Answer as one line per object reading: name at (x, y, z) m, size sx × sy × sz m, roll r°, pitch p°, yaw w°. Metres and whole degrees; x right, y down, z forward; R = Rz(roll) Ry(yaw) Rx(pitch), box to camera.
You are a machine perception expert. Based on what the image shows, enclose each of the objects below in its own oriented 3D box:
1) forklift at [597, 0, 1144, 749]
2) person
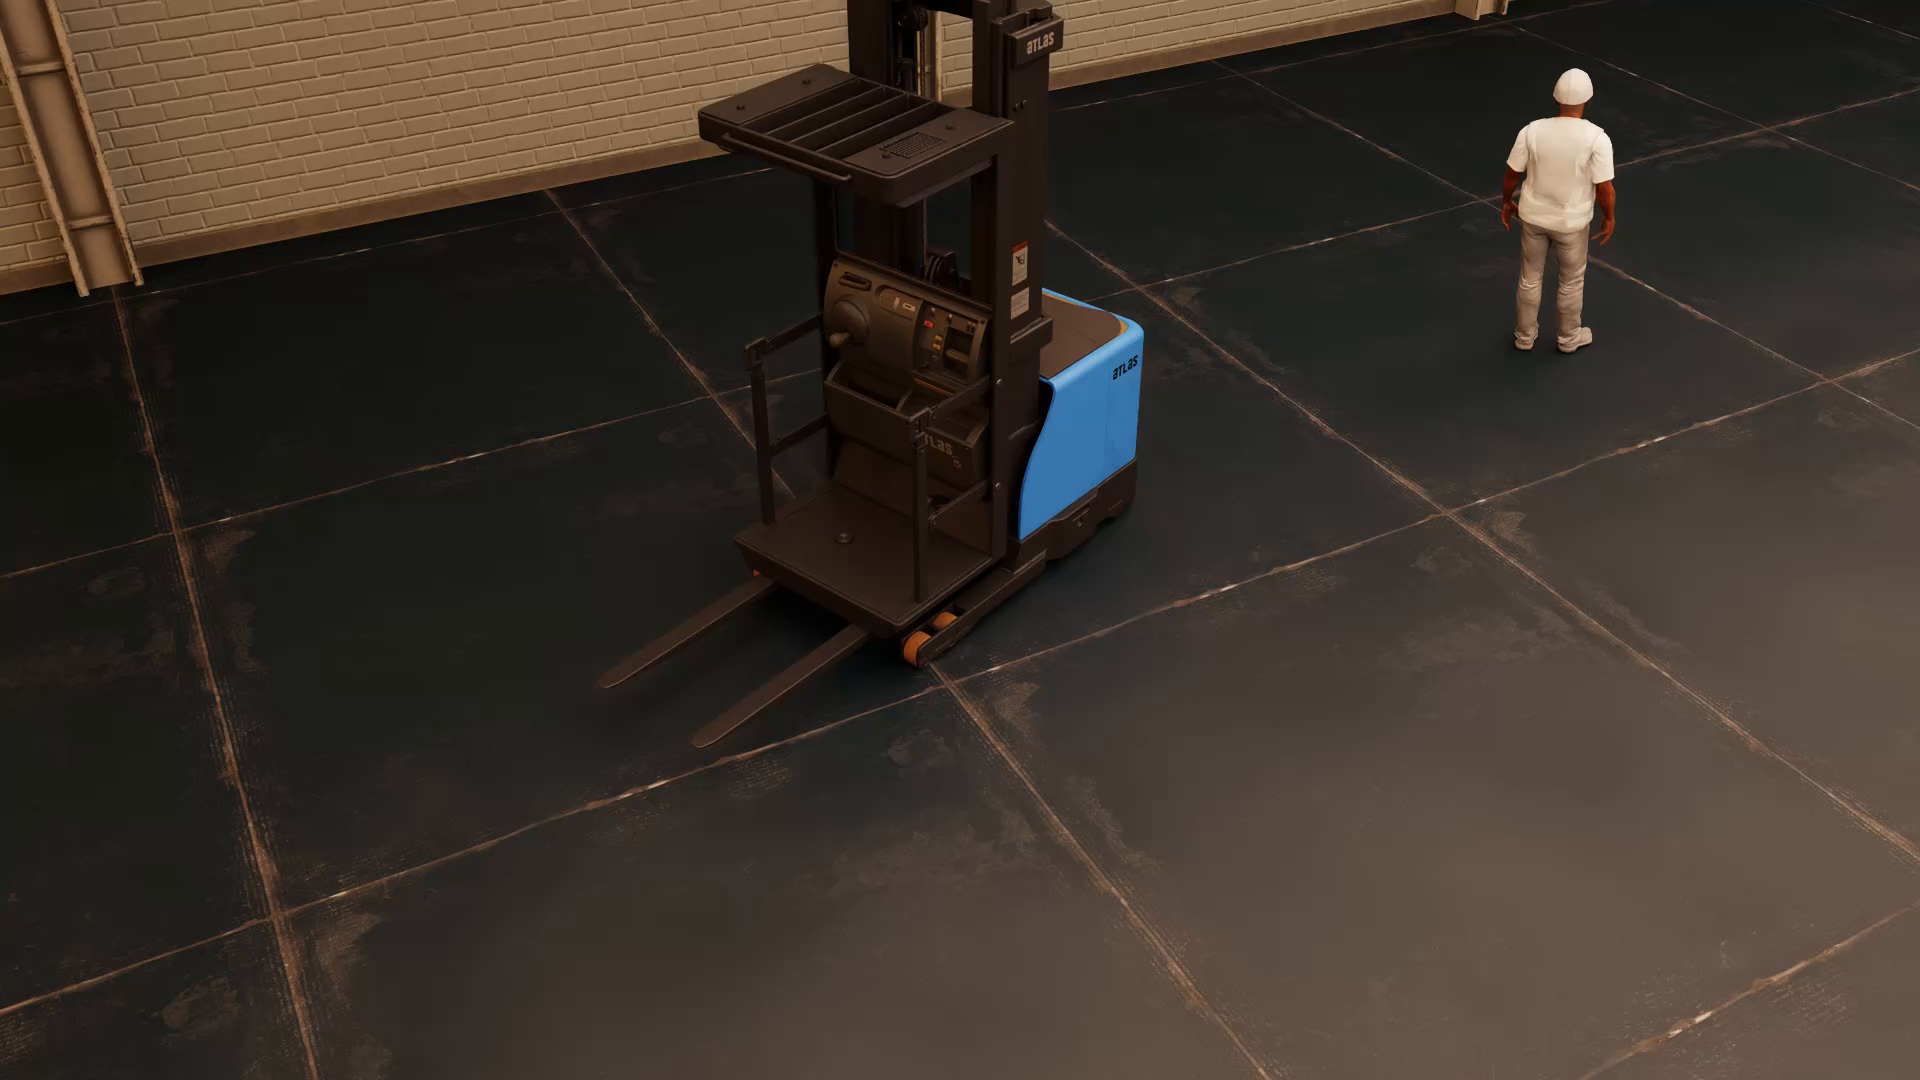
forklift at (-0.390, -0.927, 7.434) m, size 1.130 × 2.935 × 3.031 m, roll 26°, pitch 43°, yaw 31°
person at (3.564, -1.956, 9.886) m, size 0.665 × 1.767 × 0.576 m, roll 21°, pitch 40°, yaw 27°
